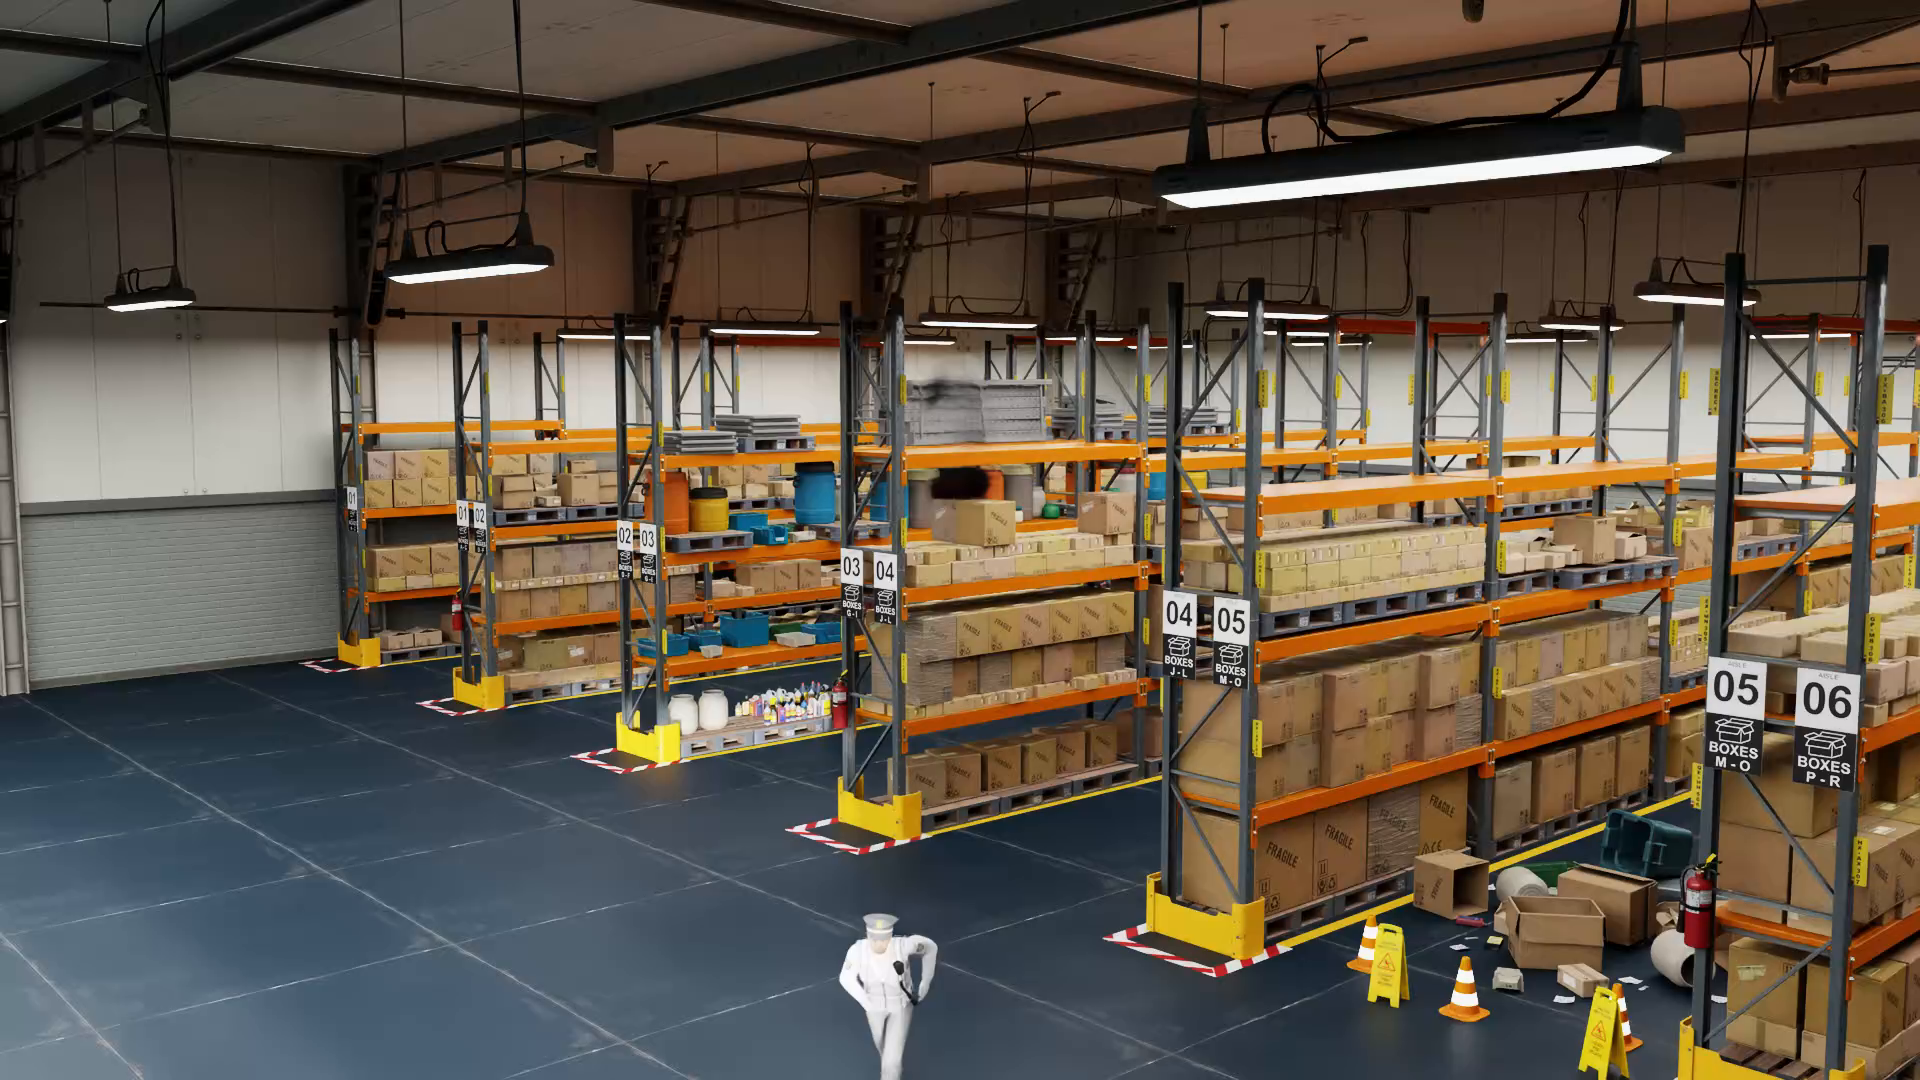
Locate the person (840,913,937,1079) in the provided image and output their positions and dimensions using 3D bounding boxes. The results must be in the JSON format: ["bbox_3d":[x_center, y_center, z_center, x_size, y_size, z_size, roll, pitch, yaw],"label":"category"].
[{"bbox_3d":[-0.479,3.272,11.517,0.656,1.624,0.955,1,6,5],"label":"person"}]
